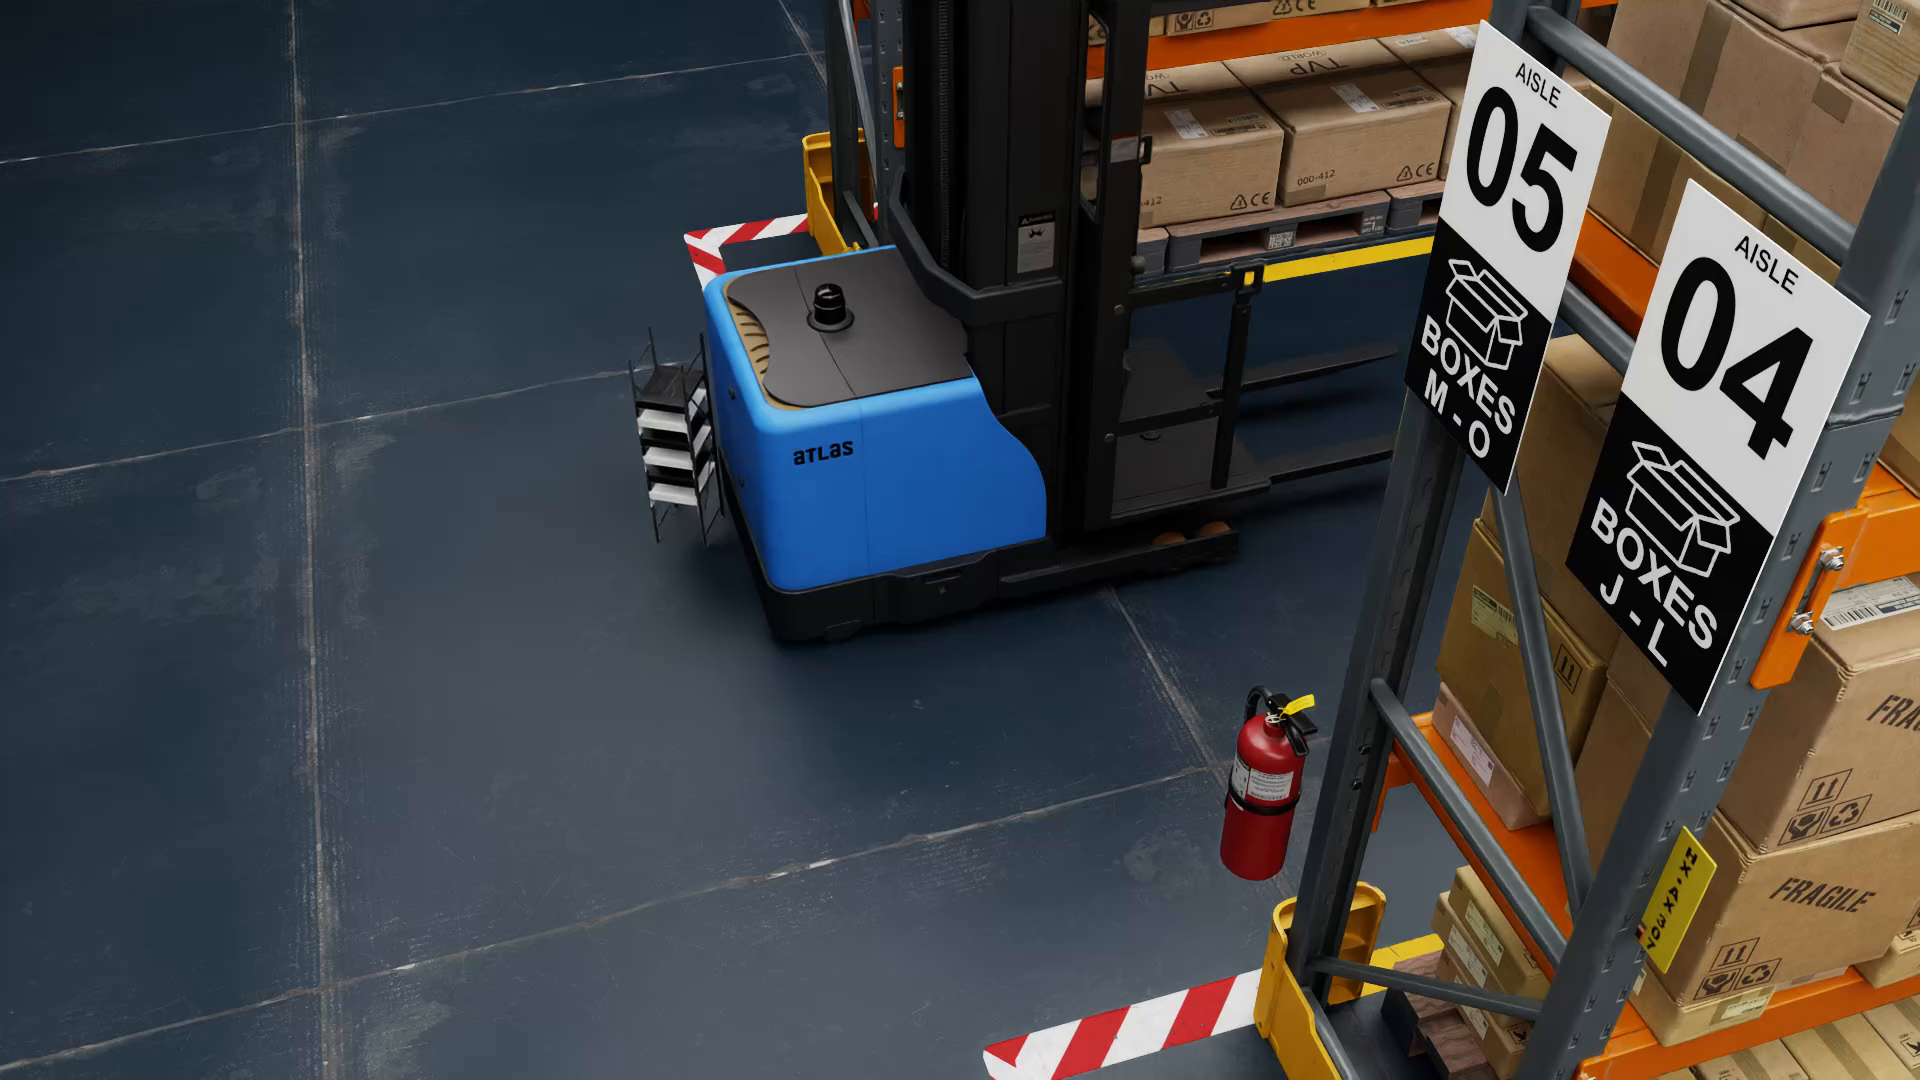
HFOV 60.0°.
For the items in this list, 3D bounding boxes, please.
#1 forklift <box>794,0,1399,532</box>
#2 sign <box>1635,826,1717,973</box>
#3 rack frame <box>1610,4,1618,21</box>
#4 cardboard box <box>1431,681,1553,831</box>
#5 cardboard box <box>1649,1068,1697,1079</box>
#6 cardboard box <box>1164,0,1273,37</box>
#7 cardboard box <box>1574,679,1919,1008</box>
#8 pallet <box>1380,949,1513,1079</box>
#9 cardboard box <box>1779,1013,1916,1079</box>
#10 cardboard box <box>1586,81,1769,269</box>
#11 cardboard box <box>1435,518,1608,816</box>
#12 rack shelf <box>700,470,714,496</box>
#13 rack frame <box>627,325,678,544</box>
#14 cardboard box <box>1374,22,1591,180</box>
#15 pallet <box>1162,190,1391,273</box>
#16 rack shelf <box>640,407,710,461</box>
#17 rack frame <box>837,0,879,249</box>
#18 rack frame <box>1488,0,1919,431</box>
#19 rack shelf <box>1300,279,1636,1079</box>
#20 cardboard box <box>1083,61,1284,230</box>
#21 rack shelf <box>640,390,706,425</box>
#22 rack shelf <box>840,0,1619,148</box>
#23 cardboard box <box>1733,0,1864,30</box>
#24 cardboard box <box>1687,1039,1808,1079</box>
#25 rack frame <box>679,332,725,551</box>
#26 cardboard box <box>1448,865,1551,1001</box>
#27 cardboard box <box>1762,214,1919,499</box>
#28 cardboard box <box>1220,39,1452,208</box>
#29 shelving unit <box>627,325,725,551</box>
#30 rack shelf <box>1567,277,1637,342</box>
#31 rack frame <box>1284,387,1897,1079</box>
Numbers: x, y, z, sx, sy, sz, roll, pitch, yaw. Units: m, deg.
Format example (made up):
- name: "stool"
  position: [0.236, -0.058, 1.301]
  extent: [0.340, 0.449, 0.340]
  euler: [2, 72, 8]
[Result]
- name: "forklift"
  position: [2.380, -4.945, 8.452]
  extent: [8.879, 5.209, 8.052]
  euler: [-12, 43, -14]
- name: "sign"
  position: [1.309, 0.662, 3.054]
  extent: [0.005, 0.325, 0.100]
  euler: [-12, 42, -13]
- name: "rack frame"
  position: [3.377, -3.231, 8.169]
  extent: [0.053, 2.616, 0.949]
  euler: [-12, 42, -13]
- name: "cardboard box"
  position: [1.372, 0.501, 4.088]
  extent: [0.250, 0.149, 0.380]
  euler: [-12, 42, -13]
- name: "cardboard box"
  position: [1.748, 1.449, 4.207]
  extent: [0.250, 0.149, 0.380]
  euler: [-14, 43, -15]
- name: "cardboard box"
  position: [1.072, -2.598, 7.367]
  extent: [0.500, 0.500, 0.500]
  euler: [-12, 43, -13]
- name: "cardboard box"
  position: [1.657, 0.583, 3.501]
  extent: [0.500, 0.500, 0.500]
  euler: [-10, 42, -11]
- name: "pallet"
  position: [2.004, 1.545, 4.822]
  extent: [1.213, 0.211, 1.003]
  euler: [-12, 42, -13]
- name: "cardboard box"
  position: [2.254, 1.350, 4.321]
  extent: [0.250, 0.149, 0.380]
  euler: [-12, 43, -13]
- name: "cardboard box"
  position: [1.501, -0.681, 3.084]
  extent: [0.500, 0.250, 0.500]
  euler: [-13, 43, -14]
- name: "cardboard box"
  position: [1.498, 0.248, 3.884]
  extent: [0.500, 0.500, 0.500]
  euler: [-11, 42, -12]
- name: "rack shelf"
  position: [-1.101, -0.236, 6.637]
  extent: [0.184, 0.015, 0.199]
  euler: [8, 42, 9]
- name: "rack frame"
  position: [-1.200, -0.400, 6.523]
  extent: [0.006, 0.900, 0.240]
  euler: [8, 42, 9]
- name: "cardboard box"
  position: [2.747, -2.366, 8.806]
  extent: [0.875, 0.438, 0.875]
  euler: [-12, 43, -14]
- name: "pallet"
  position: [1.464, -1.834, 8.689]
  extent: [1.213, 0.211, 1.003]
  euler: [-12, 42, -13]
- name: "rack shelf"
  position: [-1.101, -0.428, 6.469]
  extent: [0.200, 0.077, 0.258]
  euler: [8, 42, 9]
- name: "rack frame"
  position: [-0.438, -2.441, 7.264]
  extent: [0.053, 2.616, 0.949]
  euler: [-12, 42, -13]
- name: "rack frame"
  position: [1.146, -1.611, 1.755]
  extent: [0.127, 3.000, 1.000]
  euler: [-12, 42, -13]
- name: "rack shelf"
  position: [1.147, 0.650, 3.726]
  extent: [0.053, 2.616, 0.949]
  euler: [-12, 42, -13]
- name: "cardboard box"
  position: [1.033, -2.011, 8.400]
  extent: [0.875, 0.438, 0.875]
  euler: [-11, 42, -12]
- name: "rack shelf"
  position: [6.194, 0.191, 2.996]
  extent: [15.748, 3.444, 2.940]
  euler: [8, 42, 9]
- name: "rack shelf"
  position: [1.471, -2.563, 7.950]
  extent: [4.000, 0.370, 1.077]
  euler: [-12, 42, -13]
- name: "cardboard box"
  position: [1.375, -1.014, 2.782]
  extent: [0.250, 0.149, 0.380]
  euler: [-12, 43, -13]
- name: "cardboard box"
  position: [1.975, 1.319, 4.356]
  extent: [0.250, 0.149, 0.380]
  euler: [-11, 42, -12]
- name: "rack frame"
  position: [-1.002, -0.370, 6.490]
  extent: [0.006, 0.900, 0.240]
  euler: [8, 42, 9]
- name: "cardboard box"
  position: [1.575, 1.076, 4.634]
  extent: [0.250, 0.149, 0.380]
  euler: [-11, 42, -13]
- name: "cardboard box"
  position: [1.651, -0.354, 2.709]
  extent: [0.529, 0.250, 0.529]
  euler: [-13, 43, -14]
- name: "cardboard box"
  position: [1.893, -2.188, 8.603]
  extent: [0.875, 0.438, 0.875]
  euler: [-13, 43, -14]
- name: "shelving unit"
  position: [6.192, 0.412, 3.202]
  extent: [15.758, 4.048, 2.959]
  euler: [8, 42, 9]
- name: "rack shelf"
  position: [3.054, -0.660, 3.384]
  extent: [3.687, 0.071, 0.831]
  euler: [-12, 42, -13]
- name: "rack frame"
  position: [1.146, 0.648, 3.729]
  extent: [0.127, 3.000, 1.000]
  euler: [-12, 42, -13]
